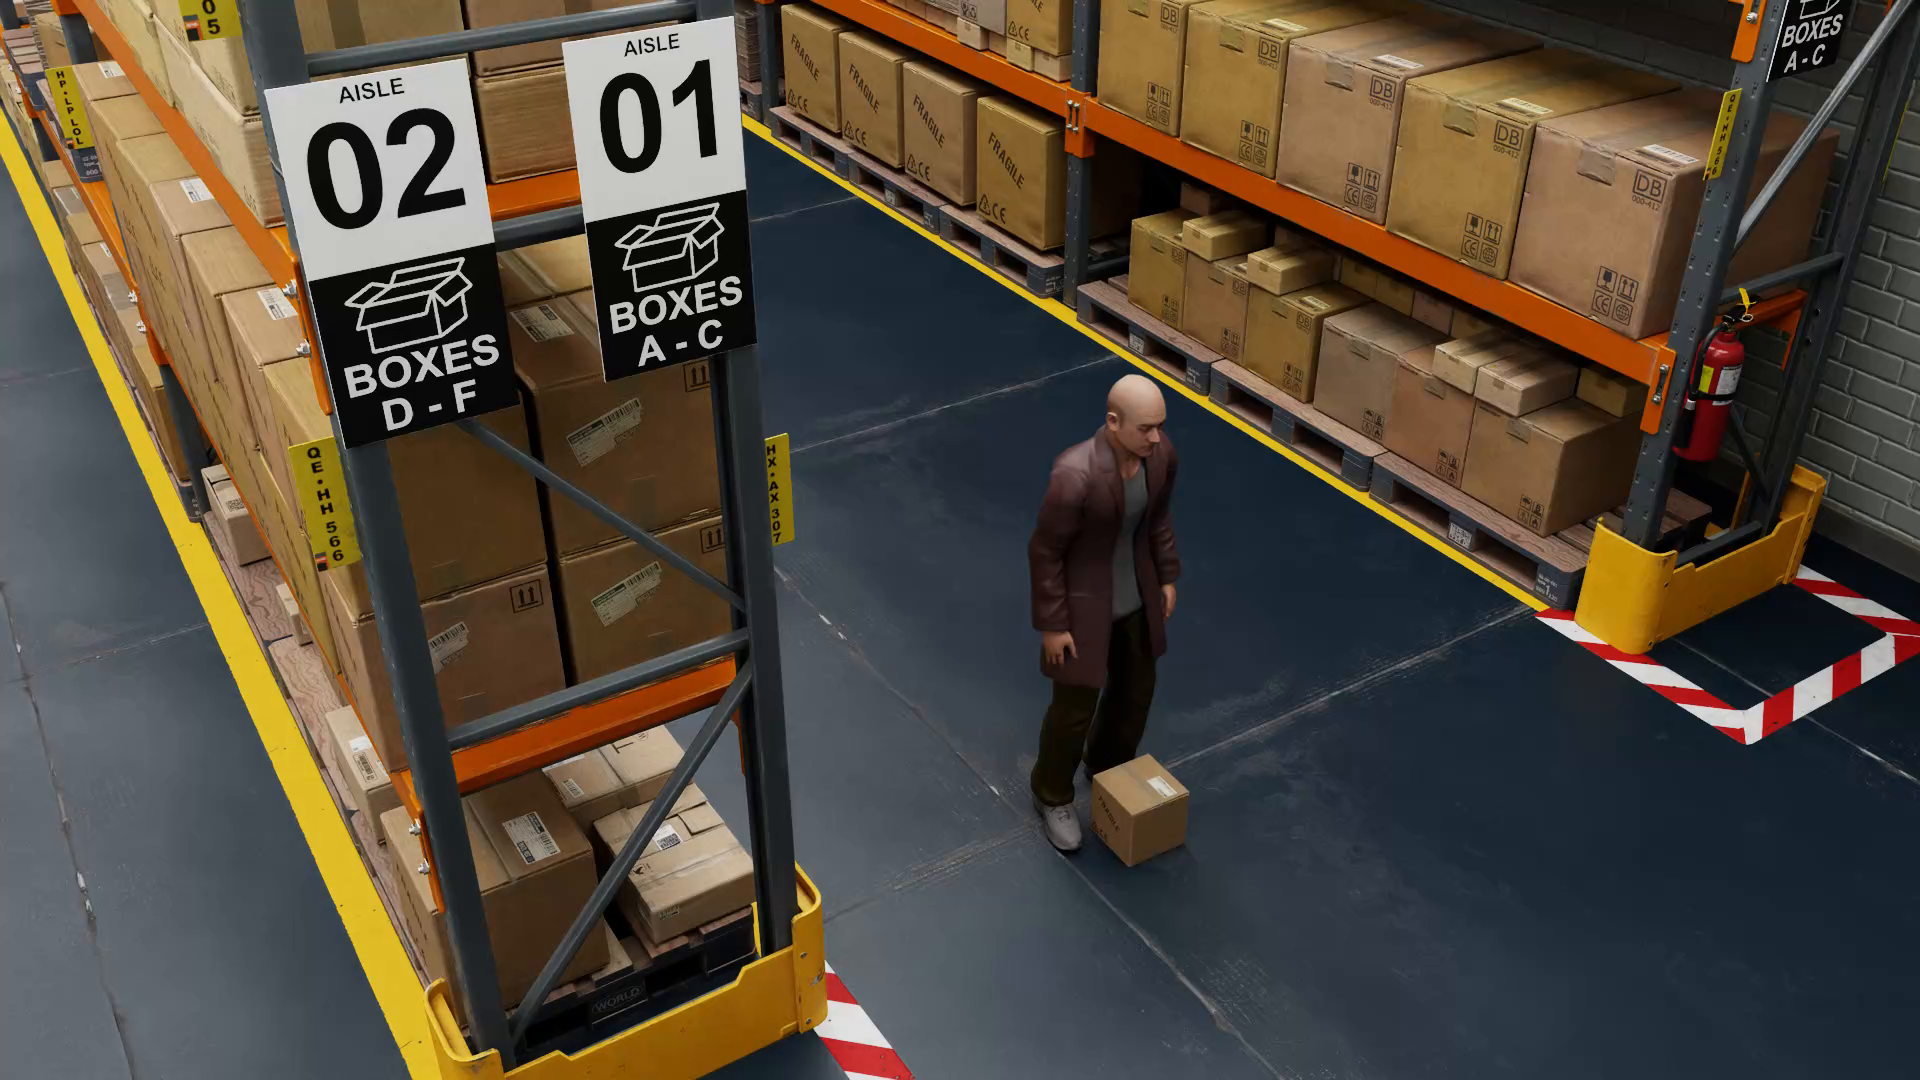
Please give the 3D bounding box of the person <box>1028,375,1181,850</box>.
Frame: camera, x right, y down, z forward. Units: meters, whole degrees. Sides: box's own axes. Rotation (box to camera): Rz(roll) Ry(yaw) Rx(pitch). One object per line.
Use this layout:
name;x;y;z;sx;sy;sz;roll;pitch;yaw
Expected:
person;0.517;0.222;5.800;0.648;1.772;0.429;-21;38;-30
